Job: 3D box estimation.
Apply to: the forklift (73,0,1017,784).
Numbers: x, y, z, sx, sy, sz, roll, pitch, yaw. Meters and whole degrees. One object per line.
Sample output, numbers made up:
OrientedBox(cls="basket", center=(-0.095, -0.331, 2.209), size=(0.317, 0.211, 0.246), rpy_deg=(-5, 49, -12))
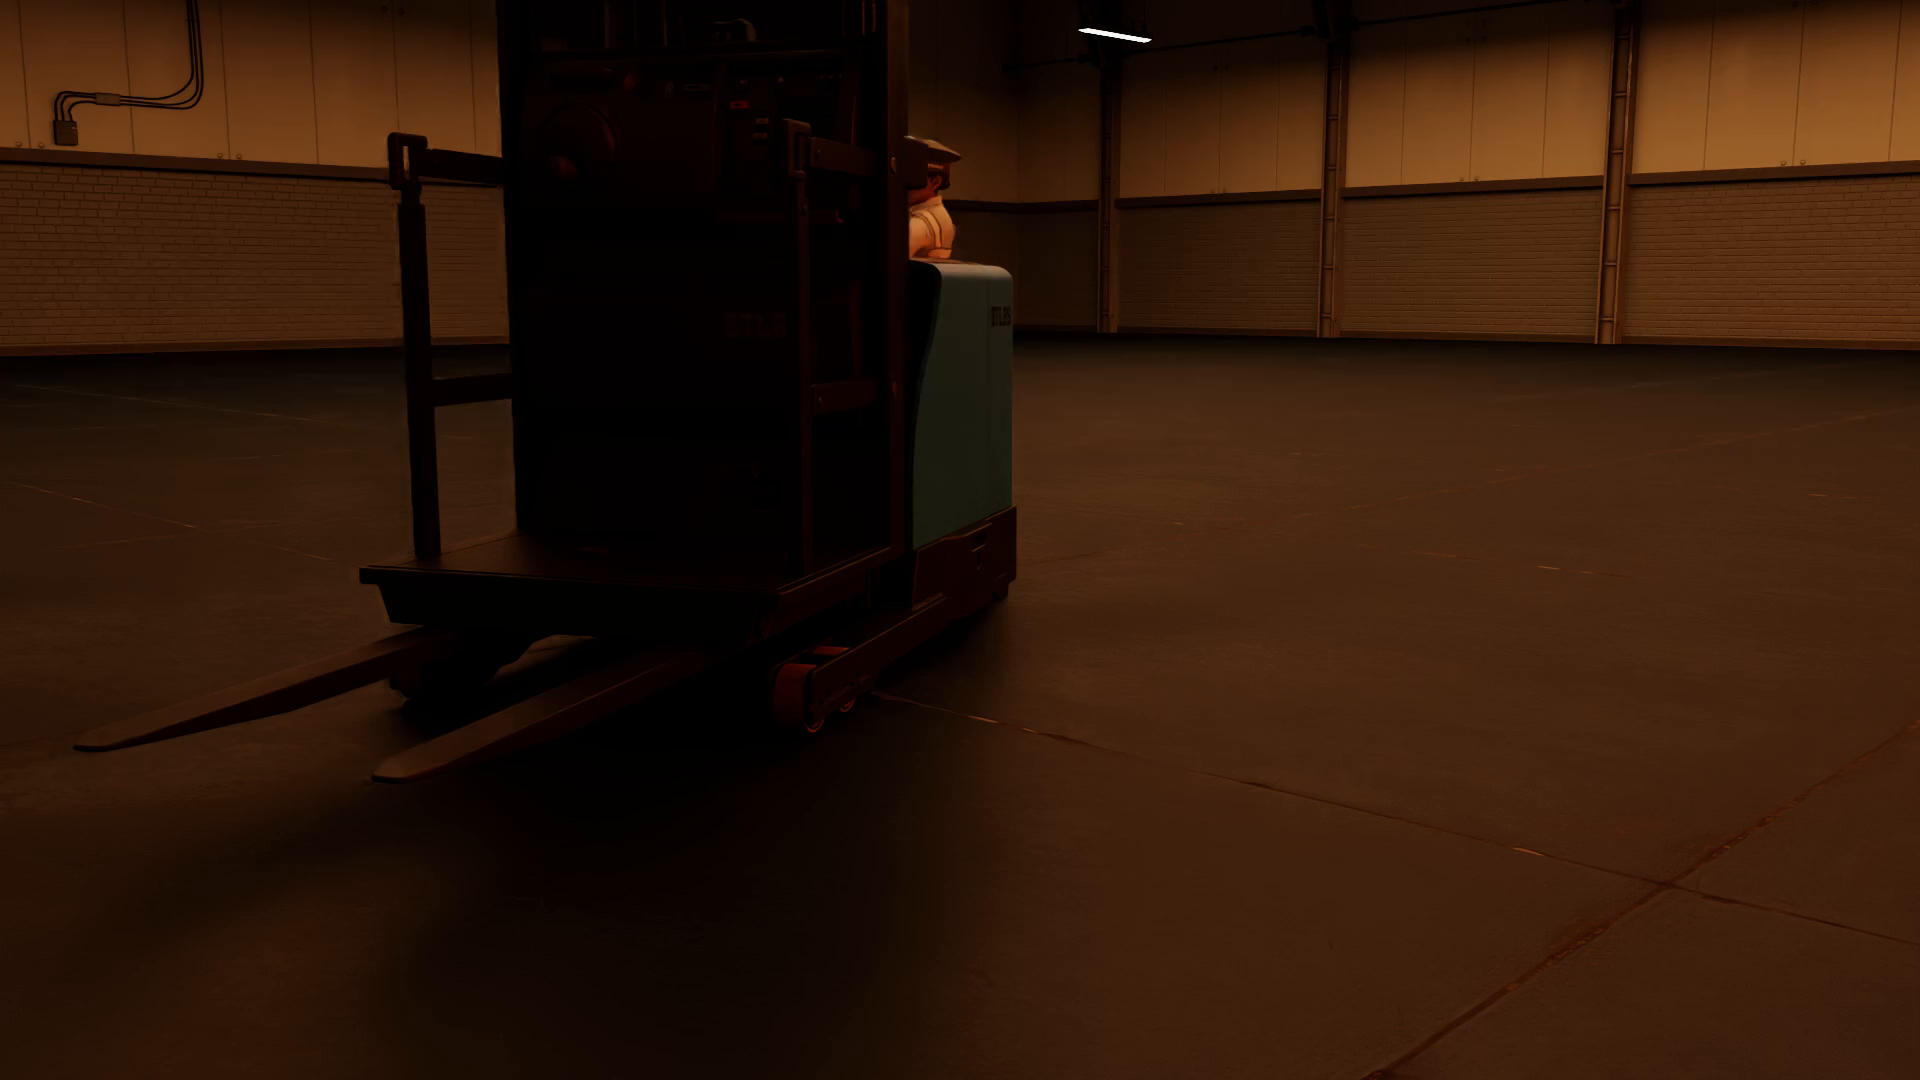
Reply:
OrientedBox(cls="forklift", center=(-0.751, -1.073, 4.002), size=(1.130, 2.935, 3.031), rpy_deg=(3, 9, 17))

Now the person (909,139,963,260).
OrientedBox(cls="person", center=(-0.256, -0.797, 6.706), size=(0.775, 1.584, 0.639), rpy_deg=(0, 9, -2))
